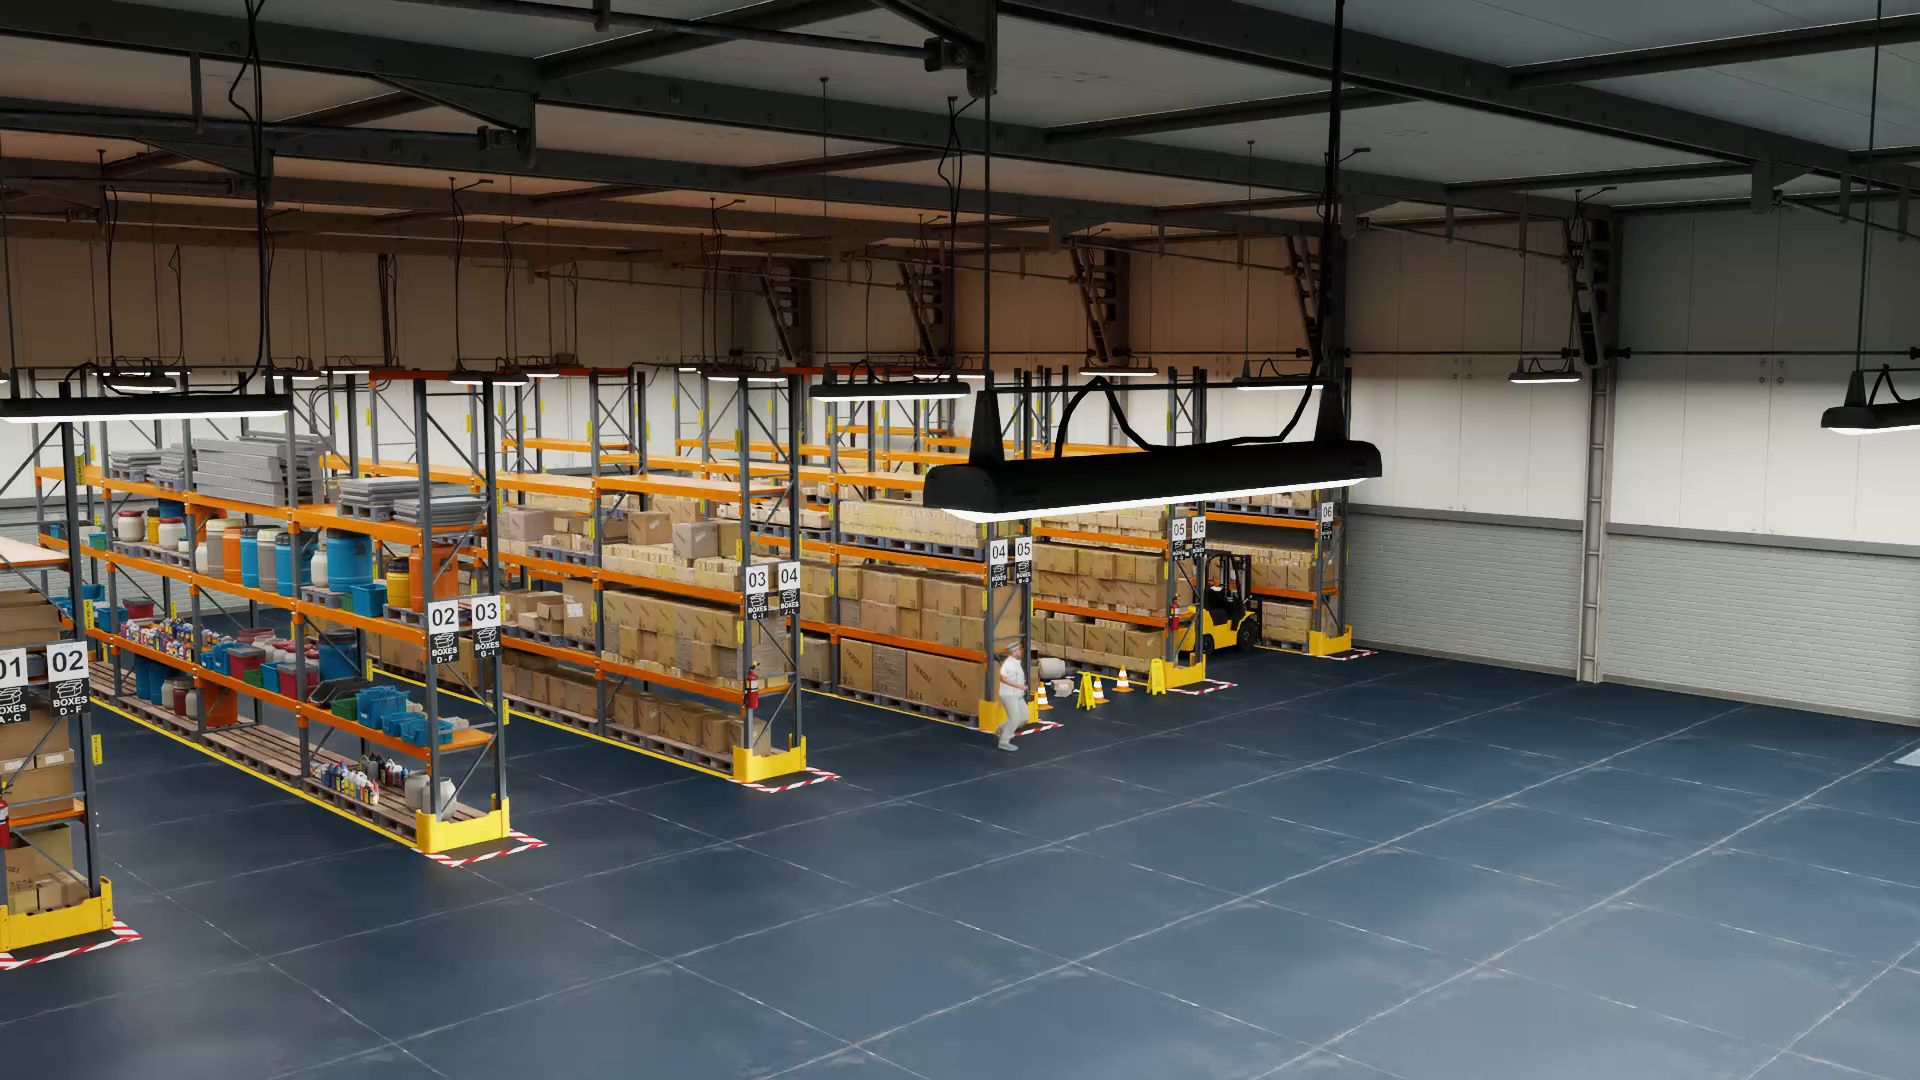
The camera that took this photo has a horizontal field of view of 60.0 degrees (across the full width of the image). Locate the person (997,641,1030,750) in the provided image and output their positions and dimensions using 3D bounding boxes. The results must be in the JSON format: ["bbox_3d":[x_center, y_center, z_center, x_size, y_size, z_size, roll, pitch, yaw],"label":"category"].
[{"bbox_3d":[0.870,2.474,26.741,0.575,1.705,0.665,2,7,20],"label":"person"}]
